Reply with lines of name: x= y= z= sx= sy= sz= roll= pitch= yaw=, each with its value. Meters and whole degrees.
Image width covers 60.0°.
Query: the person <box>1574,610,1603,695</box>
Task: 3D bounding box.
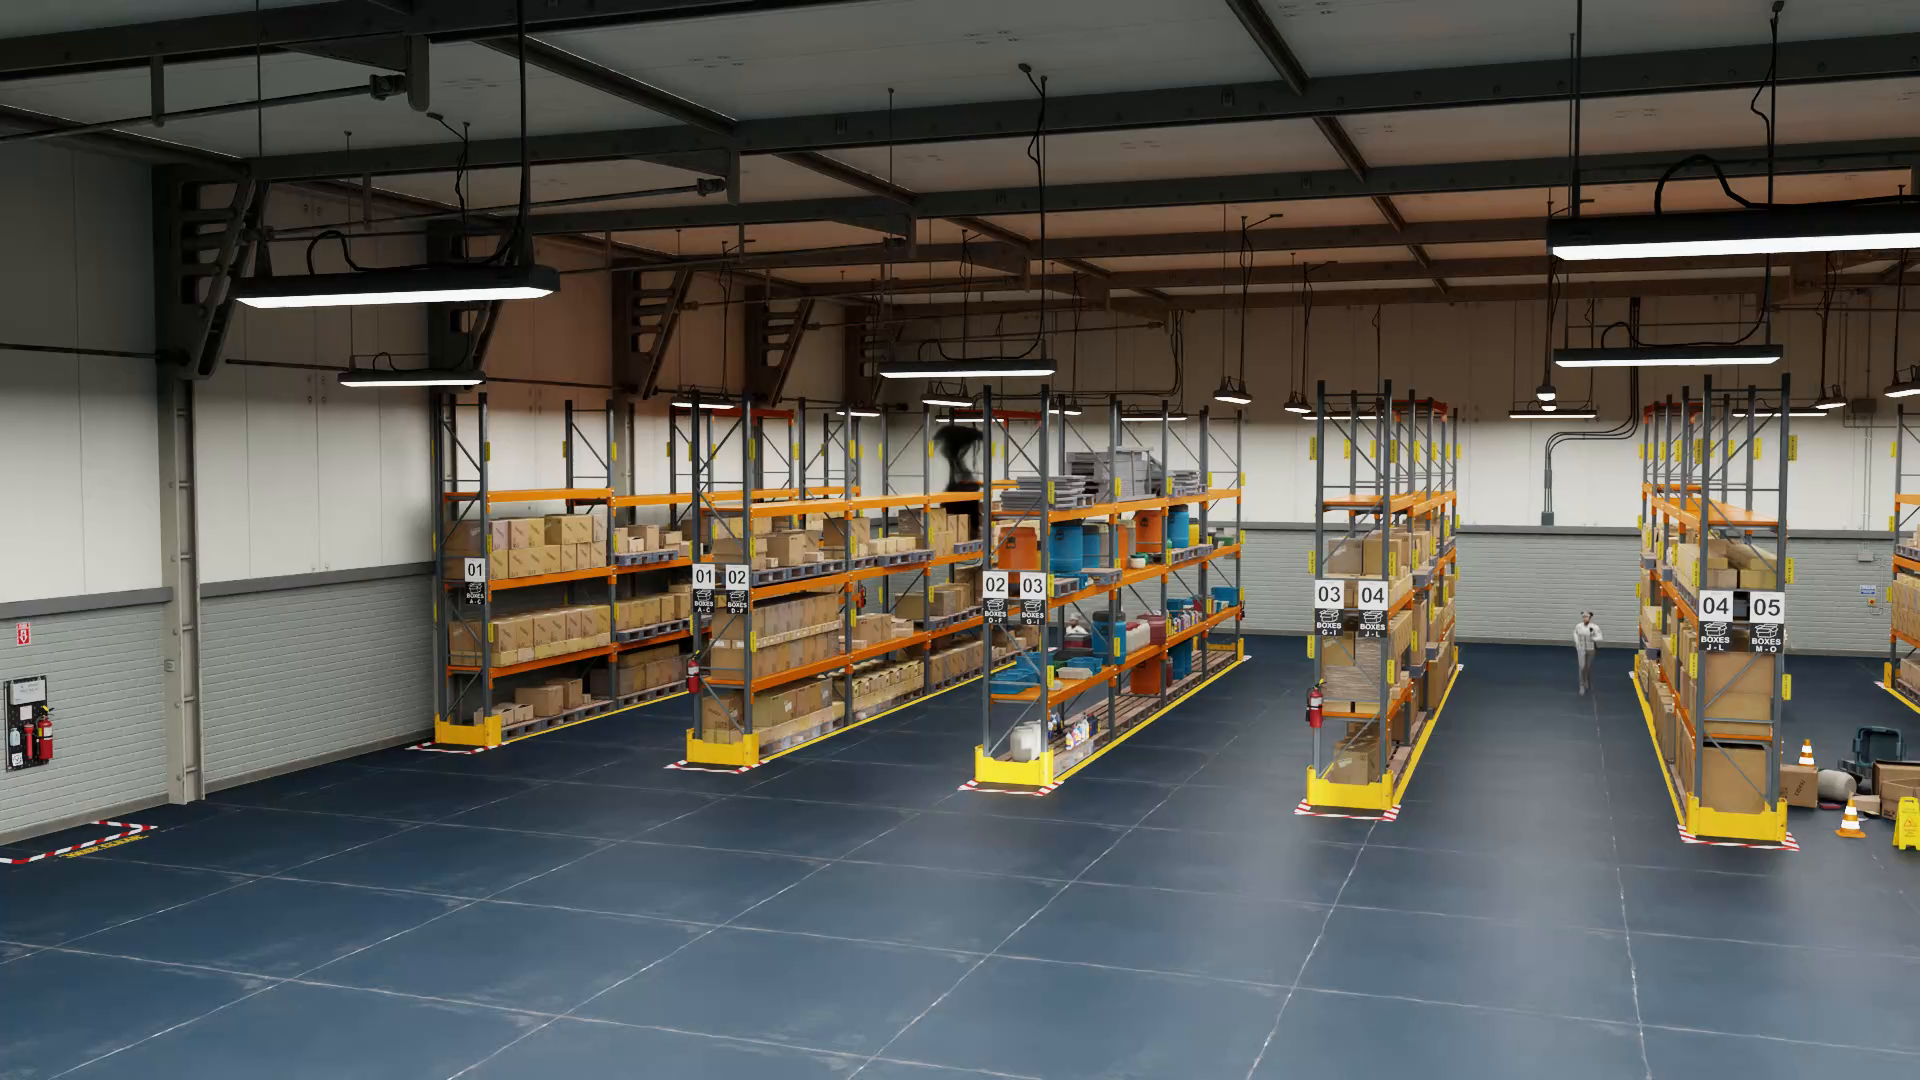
person: x=13.046 y=2.318 z=34.548 sx=0.591 sy=1.734 sz=0.846 roll=1 pitch=3 yaw=24

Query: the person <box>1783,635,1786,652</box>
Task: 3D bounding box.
person: x=16.322 y=2.367 z=33.667 sx=0.723 sy=1.767 sz=0.938 roll=1 pitch=3 yaw=19

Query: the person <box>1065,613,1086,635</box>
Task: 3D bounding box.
person: x=2.339 y=2.355 z=34.121 sx=0.531 sy=1.715 sz=0.667 roll=1 pitch=3 yaw=24
